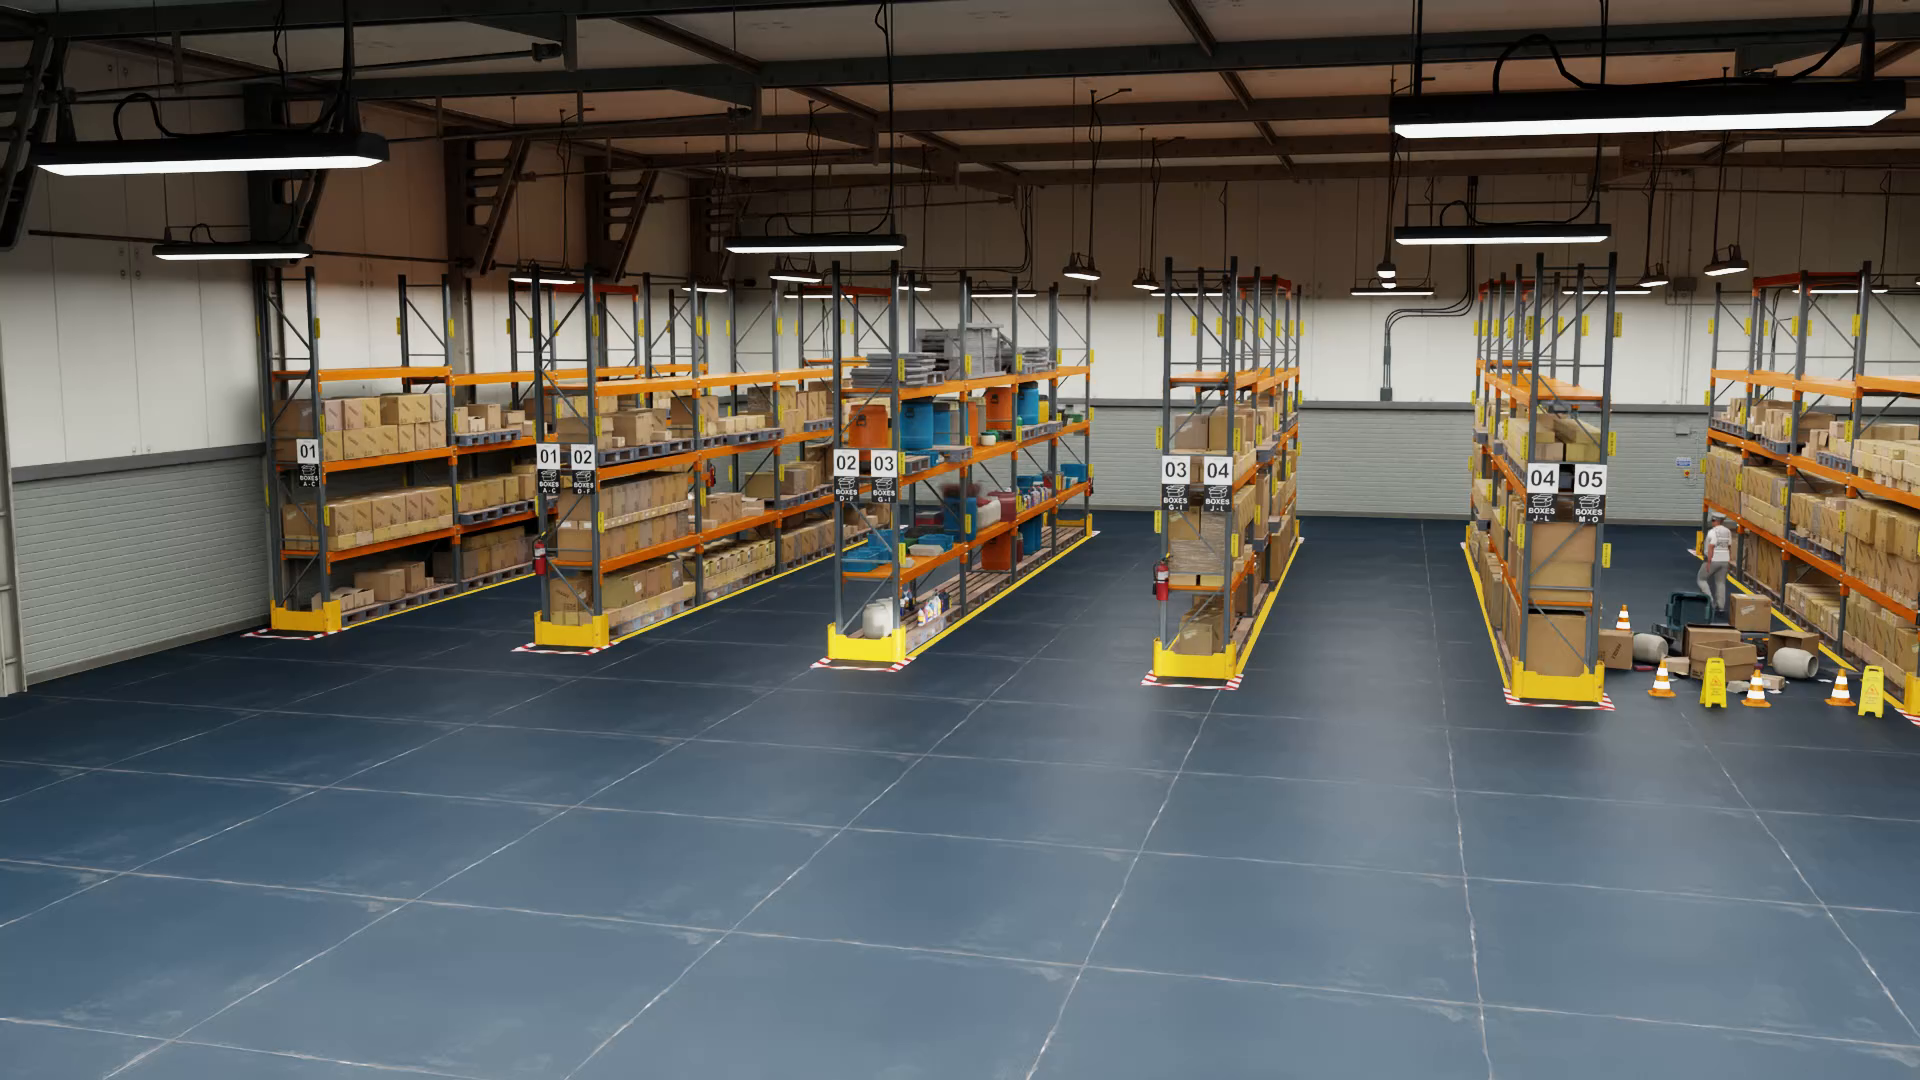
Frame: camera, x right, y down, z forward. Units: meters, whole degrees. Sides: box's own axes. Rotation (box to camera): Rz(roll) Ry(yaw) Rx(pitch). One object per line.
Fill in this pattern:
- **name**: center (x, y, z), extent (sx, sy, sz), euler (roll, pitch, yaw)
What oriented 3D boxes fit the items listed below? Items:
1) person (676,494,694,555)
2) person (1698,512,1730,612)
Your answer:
- **person**: center (-6.108, -0.477, 36.630), extent (0.441, 1.652, 0.617), euler (2, 7, 13)
- **person**: center (13.413, 0.424, 29.500), extent (0.566, 1.829, 0.425), euler (-3, 8, -21)
